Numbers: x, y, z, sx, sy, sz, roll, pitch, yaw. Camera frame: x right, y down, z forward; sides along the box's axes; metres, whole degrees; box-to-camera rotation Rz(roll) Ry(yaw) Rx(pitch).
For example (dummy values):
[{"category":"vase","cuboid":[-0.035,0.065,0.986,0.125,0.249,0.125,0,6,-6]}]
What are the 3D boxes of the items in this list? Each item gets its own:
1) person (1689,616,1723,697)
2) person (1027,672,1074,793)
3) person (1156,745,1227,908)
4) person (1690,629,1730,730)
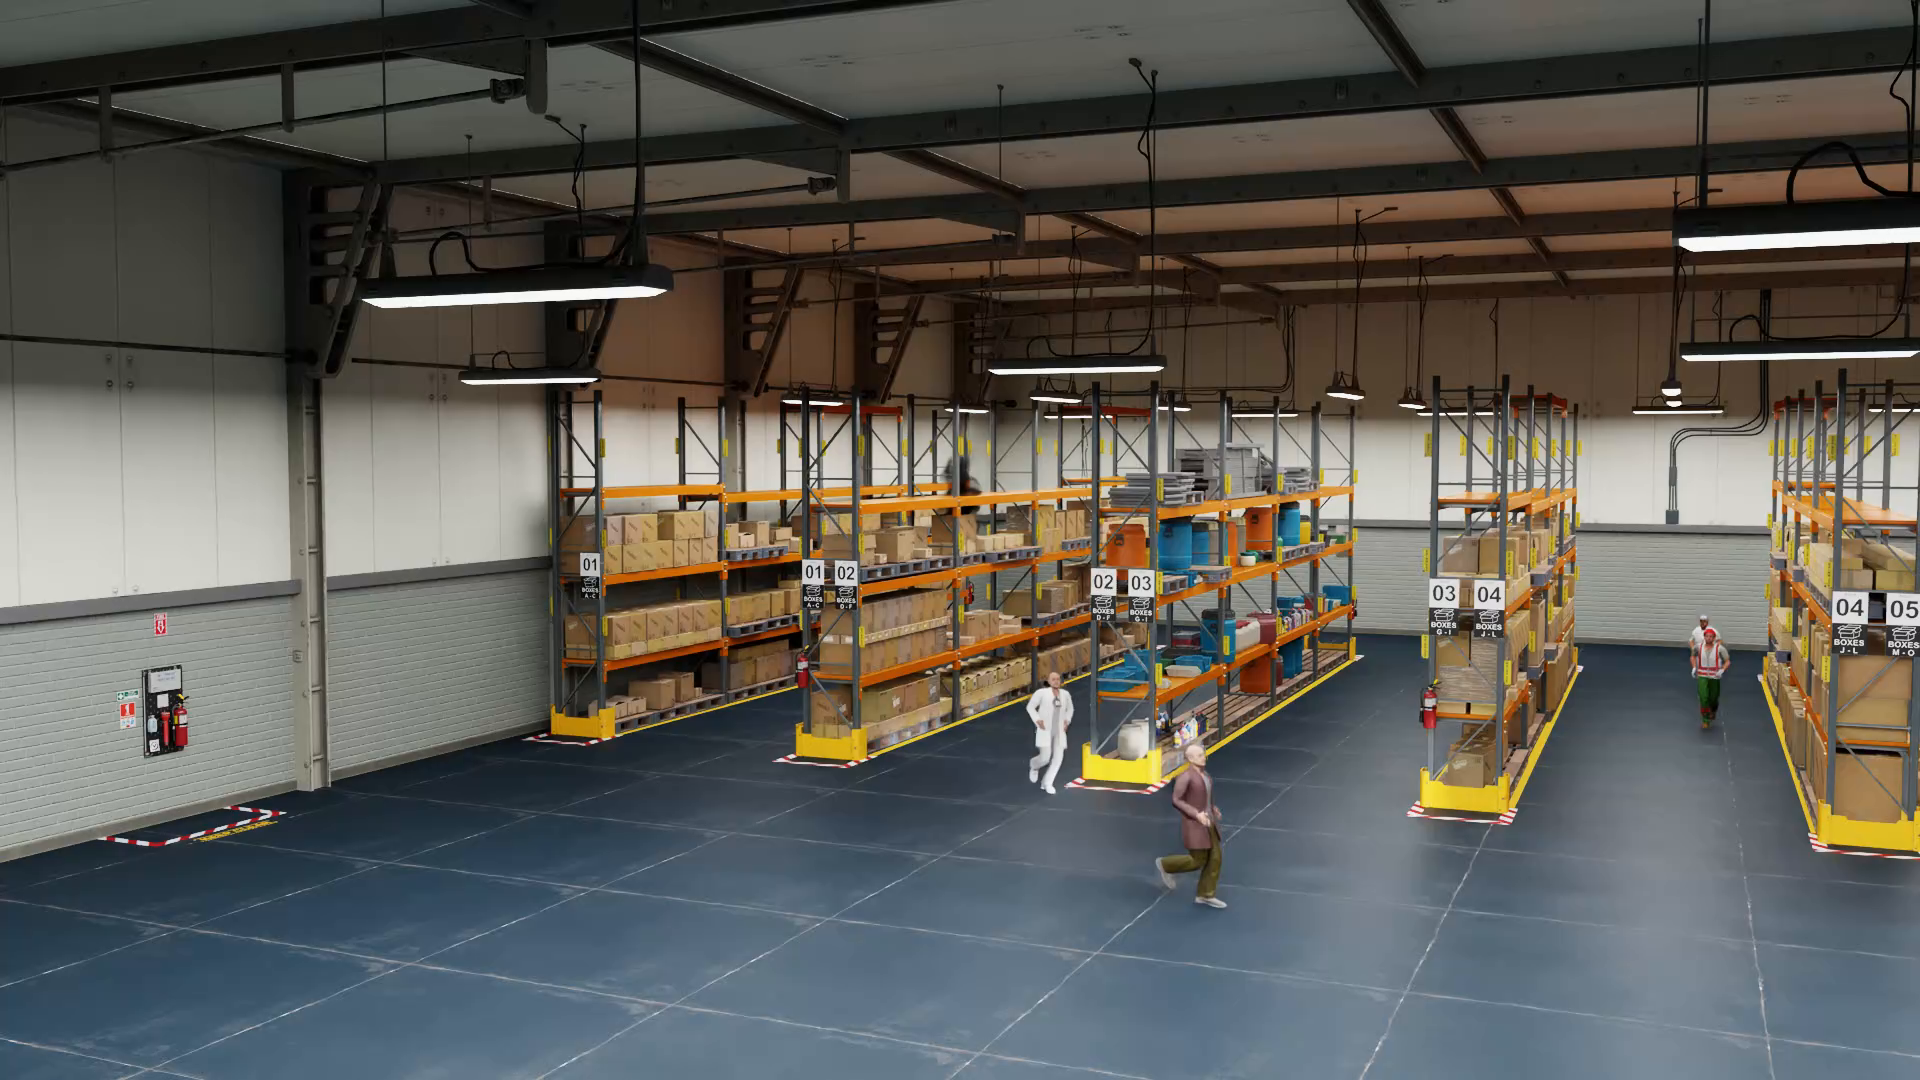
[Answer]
[{"category":"person","cuboid":[15.087,2.344,33.642,0.615,1.653,0.620,2,4,31]},{"category":"person","cuboid":[1.337,2.838,24.373,0.733,1.654,0.661,-1,3,-17]},{"category":"person","cuboid":[2.574,3.125,18.284,0.838,1.752,0.712,3,4,39]},{"category":"person","cuboid":[13.463,2.474,29.864,0.668,1.786,0.892,2,4,28]}]
